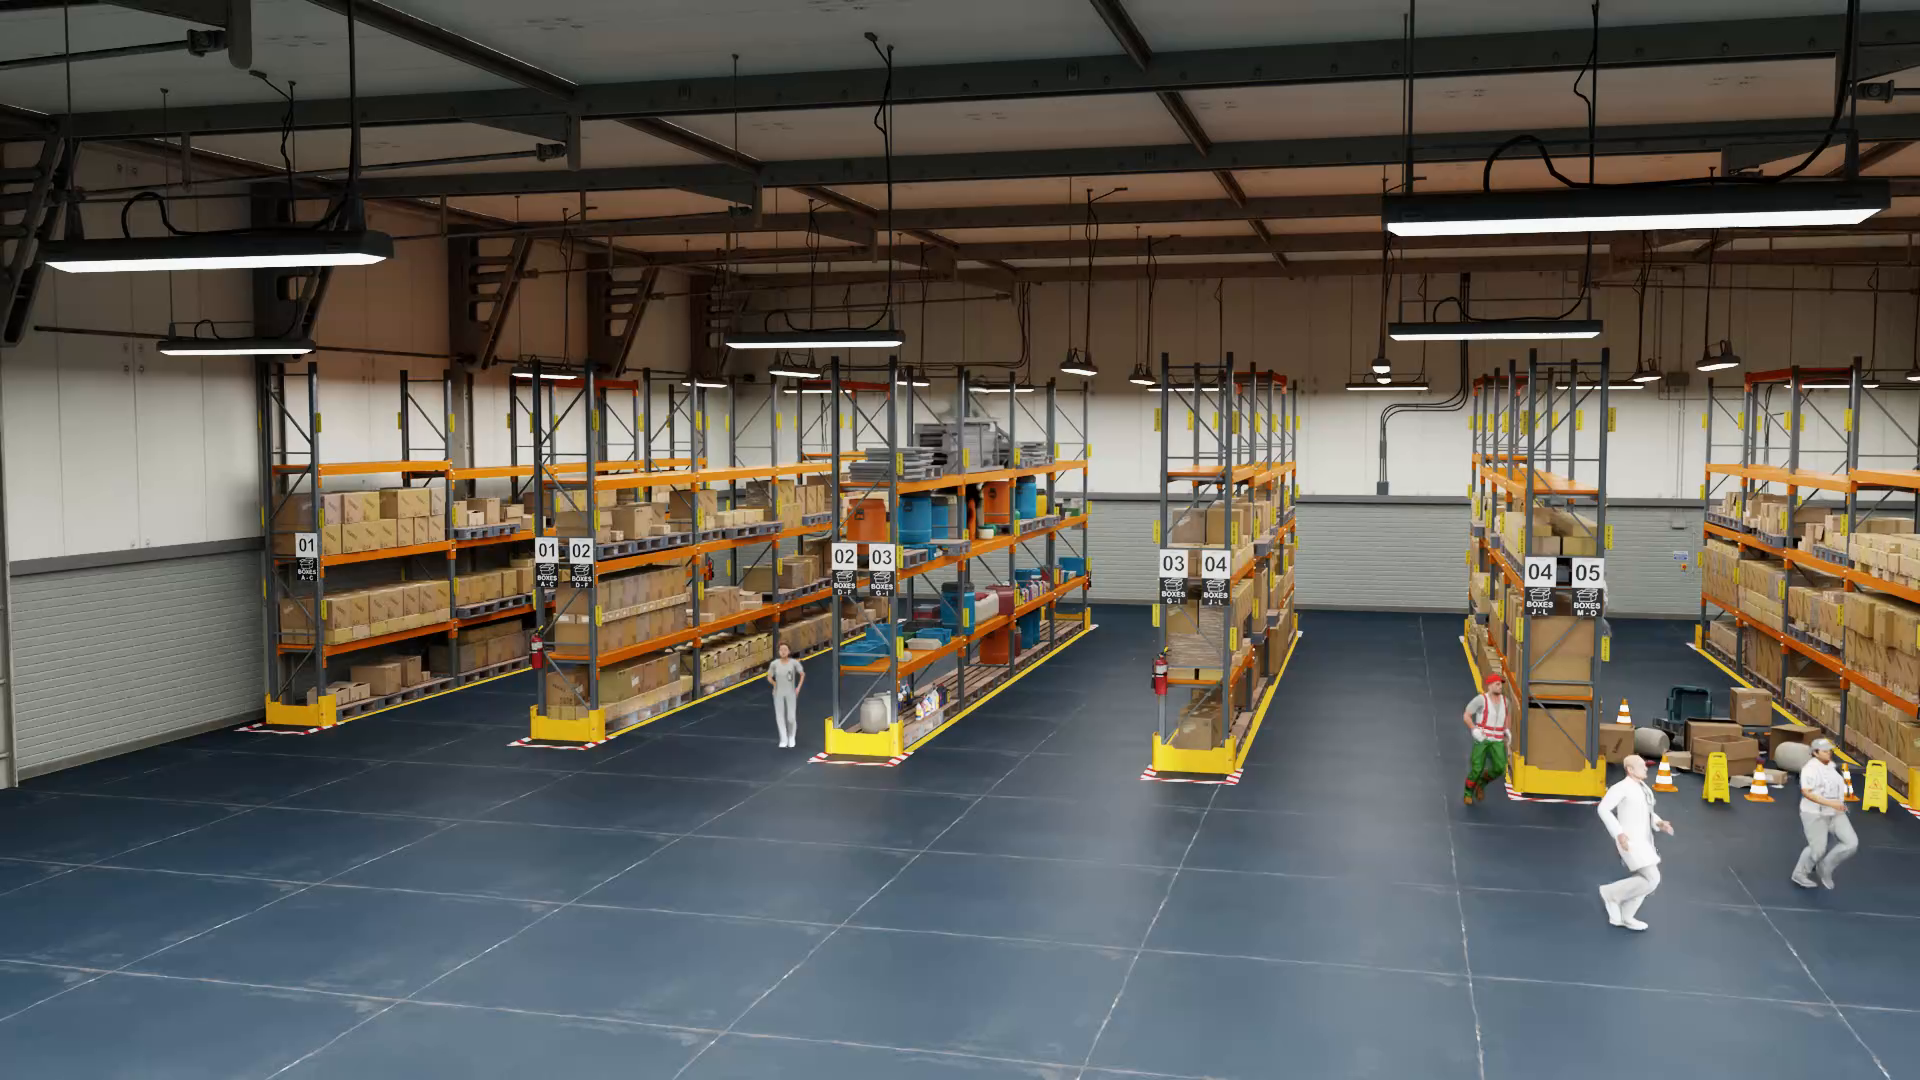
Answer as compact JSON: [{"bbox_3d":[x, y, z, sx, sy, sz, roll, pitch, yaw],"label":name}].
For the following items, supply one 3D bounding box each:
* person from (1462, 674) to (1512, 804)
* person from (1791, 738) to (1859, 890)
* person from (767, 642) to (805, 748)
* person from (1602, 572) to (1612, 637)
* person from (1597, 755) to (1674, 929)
[{"bbox_3d":[6.938,2.610,21.712,0.719,1.713,0.534,-1,4,-8],"label":"person"},{"bbox_3d":[9.263,2.937,17.801,0.616,1.639,0.612,-2,4,-26],"label":"person"},{"bbox_3d":[-2.674,2.384,25.402,0.571,1.639,0.570,0,4,1],"label":"person"},{"bbox_3d":[14.860,1.457,38.656,0.632,1.630,0.617,1,4,8],"label":"person"},{"bbox_3d":[6.677,2.983,16.380,0.628,1.732,0.704,4,6,44],"label":"person"}]
